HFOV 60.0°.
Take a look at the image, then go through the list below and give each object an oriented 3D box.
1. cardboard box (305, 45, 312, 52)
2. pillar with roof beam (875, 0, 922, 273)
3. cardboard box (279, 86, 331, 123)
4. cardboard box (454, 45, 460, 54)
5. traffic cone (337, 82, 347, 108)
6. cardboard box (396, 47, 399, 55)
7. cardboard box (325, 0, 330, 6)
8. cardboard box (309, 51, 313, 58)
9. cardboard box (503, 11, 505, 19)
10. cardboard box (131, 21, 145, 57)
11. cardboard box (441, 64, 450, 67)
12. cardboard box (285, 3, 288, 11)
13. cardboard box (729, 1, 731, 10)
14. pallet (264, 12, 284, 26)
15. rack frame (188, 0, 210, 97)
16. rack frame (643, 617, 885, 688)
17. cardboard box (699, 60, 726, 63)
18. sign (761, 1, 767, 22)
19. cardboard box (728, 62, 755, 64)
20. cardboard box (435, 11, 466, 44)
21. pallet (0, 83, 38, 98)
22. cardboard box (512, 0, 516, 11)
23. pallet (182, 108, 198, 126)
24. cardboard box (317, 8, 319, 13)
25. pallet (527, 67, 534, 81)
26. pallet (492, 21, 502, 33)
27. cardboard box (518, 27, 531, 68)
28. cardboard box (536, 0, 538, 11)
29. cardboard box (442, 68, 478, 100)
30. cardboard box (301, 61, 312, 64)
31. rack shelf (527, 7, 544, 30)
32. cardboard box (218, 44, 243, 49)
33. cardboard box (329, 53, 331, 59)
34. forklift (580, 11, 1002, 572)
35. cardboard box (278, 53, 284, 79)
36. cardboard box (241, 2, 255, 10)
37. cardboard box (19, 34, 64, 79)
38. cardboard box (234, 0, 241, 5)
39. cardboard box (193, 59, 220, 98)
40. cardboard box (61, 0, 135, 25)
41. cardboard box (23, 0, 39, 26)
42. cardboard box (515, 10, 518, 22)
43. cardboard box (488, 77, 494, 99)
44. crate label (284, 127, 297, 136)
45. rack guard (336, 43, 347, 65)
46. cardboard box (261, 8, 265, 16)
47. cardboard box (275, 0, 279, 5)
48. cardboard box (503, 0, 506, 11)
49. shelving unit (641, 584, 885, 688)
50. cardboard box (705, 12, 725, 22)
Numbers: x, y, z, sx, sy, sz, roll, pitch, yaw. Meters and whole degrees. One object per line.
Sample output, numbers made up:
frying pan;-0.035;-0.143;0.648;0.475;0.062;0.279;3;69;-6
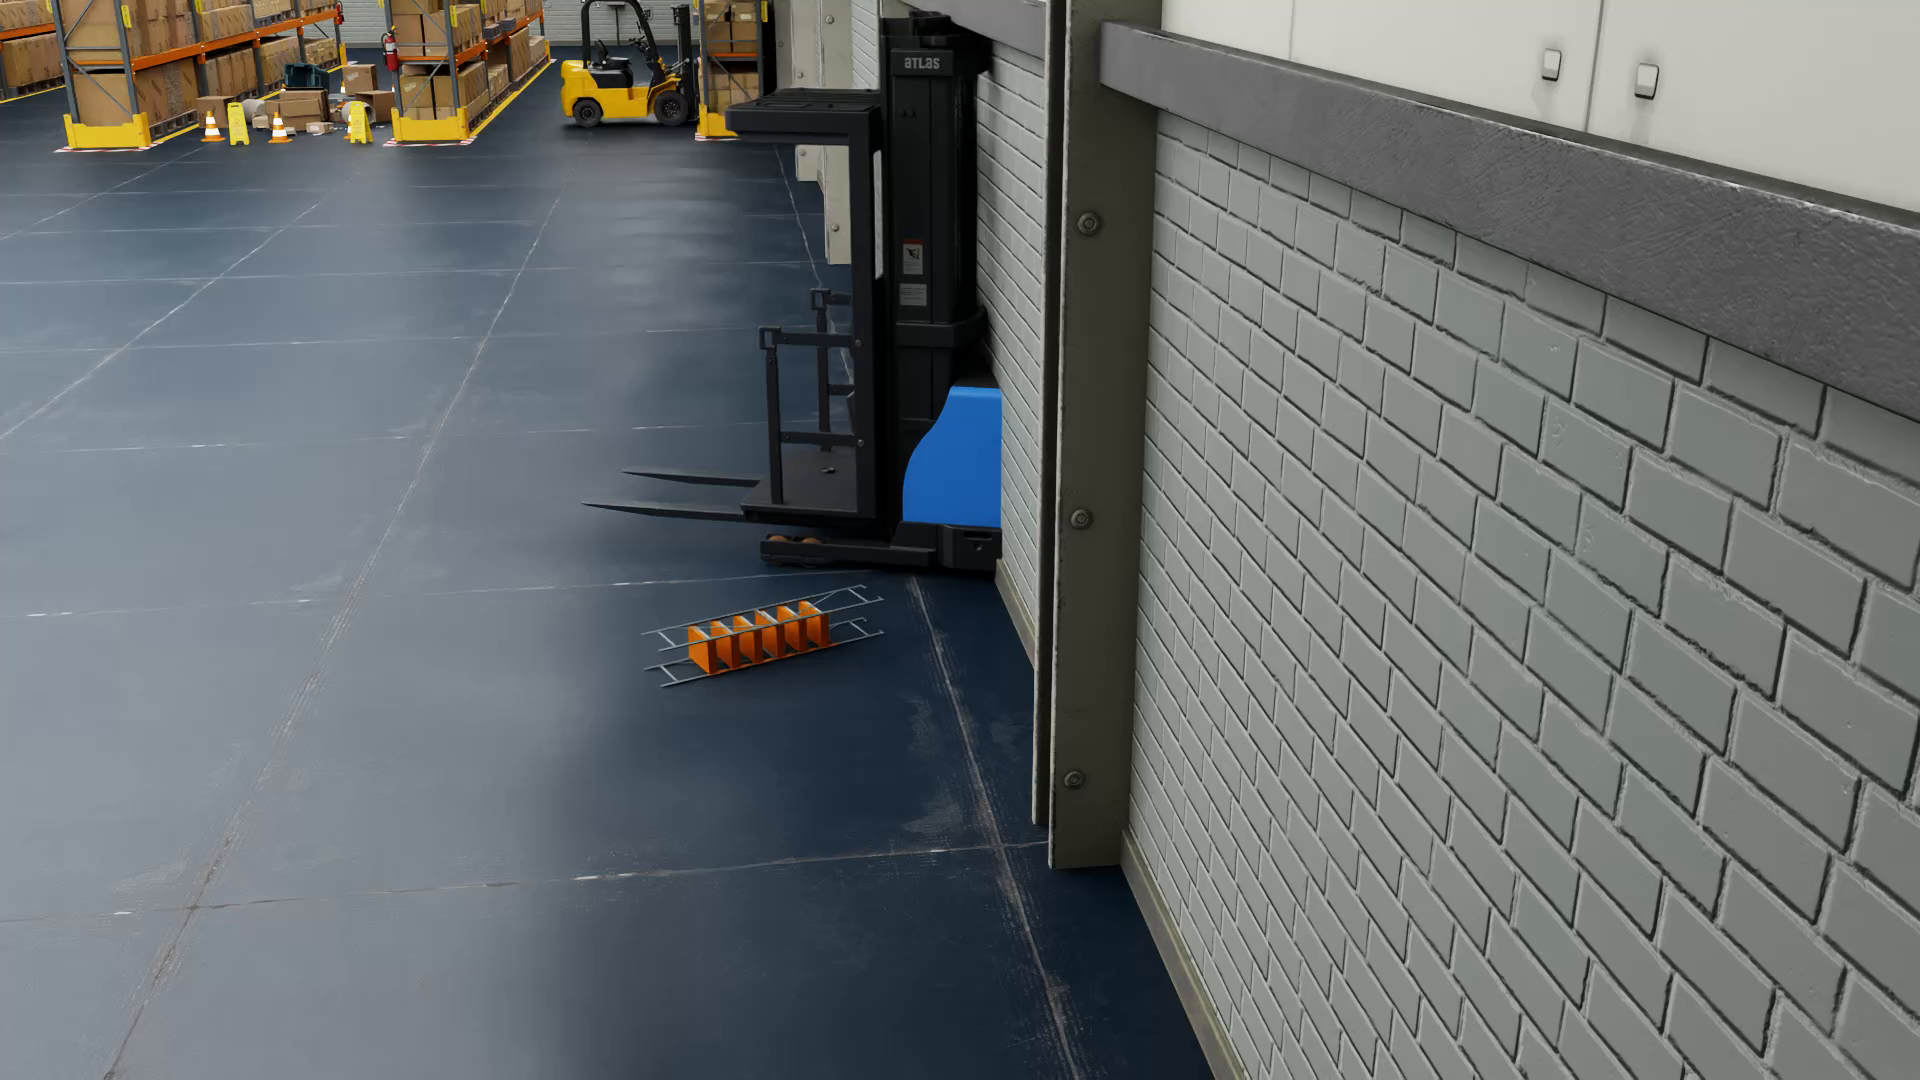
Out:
cardboard box;-15.276;-11.407;38.595;0.380;0.149;0.250;-3;21;-9
pillar with roof beam;-4.654;-4.894;9.959;9.100;9.000;0.400;-3;21;-8
cardboard box;-11.593;-7.693;29.400;0.797;0.637;0.503;-3;21;-8
cardboard box;-8.544;-8.188;27.711;0.380;0.149;0.250;-4;21;-9
traffic cone;-11.864;-8.600;32.081;0.336;0.463;0.334;-3;21;-8
cardboard box;-9.104;-8.078;27.417;0.380;0.149;0.250;-3;21;-8
cardboard box;-15.493;-13.115;39.975;0.500;0.500;0.500;-3;21;-9
cardboard box;-15.273;-11.267;38.644;0.380;0.149;0.250;-4;21;-11
cardboard box;-9.374;-10.568;33.483;0.380;0.149;0.250;-3;21;-8
cardboard box;-13.775;-8.096;26.891;0.875;0.550;0.550;-3;21;-8
cardboard box;-9.362;-8.237;29.741;0.500;0.500;0.500;-2;21;-6
cardboard box;-15.014;-11.727;36.585;0.380;0.149;0.250;-3;21;-7
cardboard box;-4.195;-10.115;31.440;0.380;0.149;0.250;-3;21;-9
pallet;-15.055;-11.074;35.352;1.003;0.211;1.213;-3;21;-8
rack frame;-14.152;-9.095;29.781;1.000;3.000;0.127;-3;21;-8
rack frame;-0.956;0.549;8.232;1.200;0.006;0.240;-12;24;-29
cardboard box;-4.534;-8.648;30.483;0.500;0.250;0.500;-3;21;-8
sign;-3.230;-8.715;27.413;0.100;0.325;0.005;-3;21;-8
cardboard box;-3.947;-8.497;30.081;0.500;0.250;0.500;-3;21;-7
cardboard box;-8.563;-8.538;27.722;0.500;0.500;0.500;-2;21;-6
pallet;-19.690;-9.235;34.142;1.003;0.211;1.213;-3;21;-8
cardboard box;-9.807;-11.469;35.636;0.500;0.250;0.500;-3;21;-8
pallet;-14.120;-7.522;29.553;1.003;0.211;1.213;-3;21;-8
cardboard box;-15.457;-12.583;39.479;0.380;0.149;0.250;-4;21;-10
pallet;-10.236;-10.580;37.742;1.003;0.211;1.213;-3;21;-8
pallet;-9.519;-9.992;32.455;1.003;0.211;1.213;-3;21;-8
cardboard box;-10.253;-11.140;37.693;0.875;0.875;0.875;-2;21;-6
cardboard box;-10.525;-13.076;40.295;0.500;0.500;0.500;-2;21;-6
cardboard box;-8.682;-7.911;28.869;0.500;0.500;0.500;-3;21;-7
cardboard box;-15.040;-10.869;38.003;0.380;0.149;0.250;-4;21;-10
rack shelf;-10.710;-12.505;39.939;1.077;0.370;4.000;-3;21;-8
cardboard box;-15.087;-10.081;34.320;0.500;0.250;0.500;-3;21;-9
cardboard box;-15.510;-11.760;40.389;0.380;0.149;0.250;-3;21;-8
forklift;-0.657;-1.391;9.251;3.031;2.935;1.130;4;21;11
cardboard box;-14.733;-10.115;35.484;0.500;0.500;0.500;-3;21;-9
cardboard box;-14.600;-10.876;33.882;0.380;0.149;0.250;-2;21;-5
cardboard box;-19.986;-10.321;35.500;1.225;0.875;0.875;-4;21;-10
cardboard box;-14.674;-10.839;32.879;0.700;0.500;0.500;-3;21;-8
cardboard box;-14.331;-8.448;30.664;1.050;0.750;0.750;-3;21;-8
cardboard box;-13.591;-8.417;26.207;0.875;0.550;0.550;-3;21;-8
cardboard box;-19.676;-11.023;34.798;0.500;0.500;0.500;-3;21;-8
cardboard box;-9.902;-11.406;36.183;0.500;0.250;0.500;-3;21;-8
cardboard box;-9.346;-8.527;31.415;0.950;0.372;0.625;-3;21;-7
crate label;-11.254;-6.833;27.816;0.250;0.136;0.298;-15;25;-35
rack guard;-15.871;-12.053;41.272;1.175;0.500;0.348;-3;21;-8
cardboard box;-14.712;-11.004;34.650;0.380;0.149;0.250;-2;21;-5
cardboard box;-14.900;-11.594;35.804;0.380;0.149;0.250;-4;21;-11
cardboard box;-9.504;-11.004;33.724;0.500;0.500;0.500;-4;21;-9
shelving unit;-0.956;0.463;8.200;1.200;0.189;0.258;-12;24;-29
cardboard box;-4.108;-8.703;27.661;0.380;0.149;0.250;-3;21;-7
